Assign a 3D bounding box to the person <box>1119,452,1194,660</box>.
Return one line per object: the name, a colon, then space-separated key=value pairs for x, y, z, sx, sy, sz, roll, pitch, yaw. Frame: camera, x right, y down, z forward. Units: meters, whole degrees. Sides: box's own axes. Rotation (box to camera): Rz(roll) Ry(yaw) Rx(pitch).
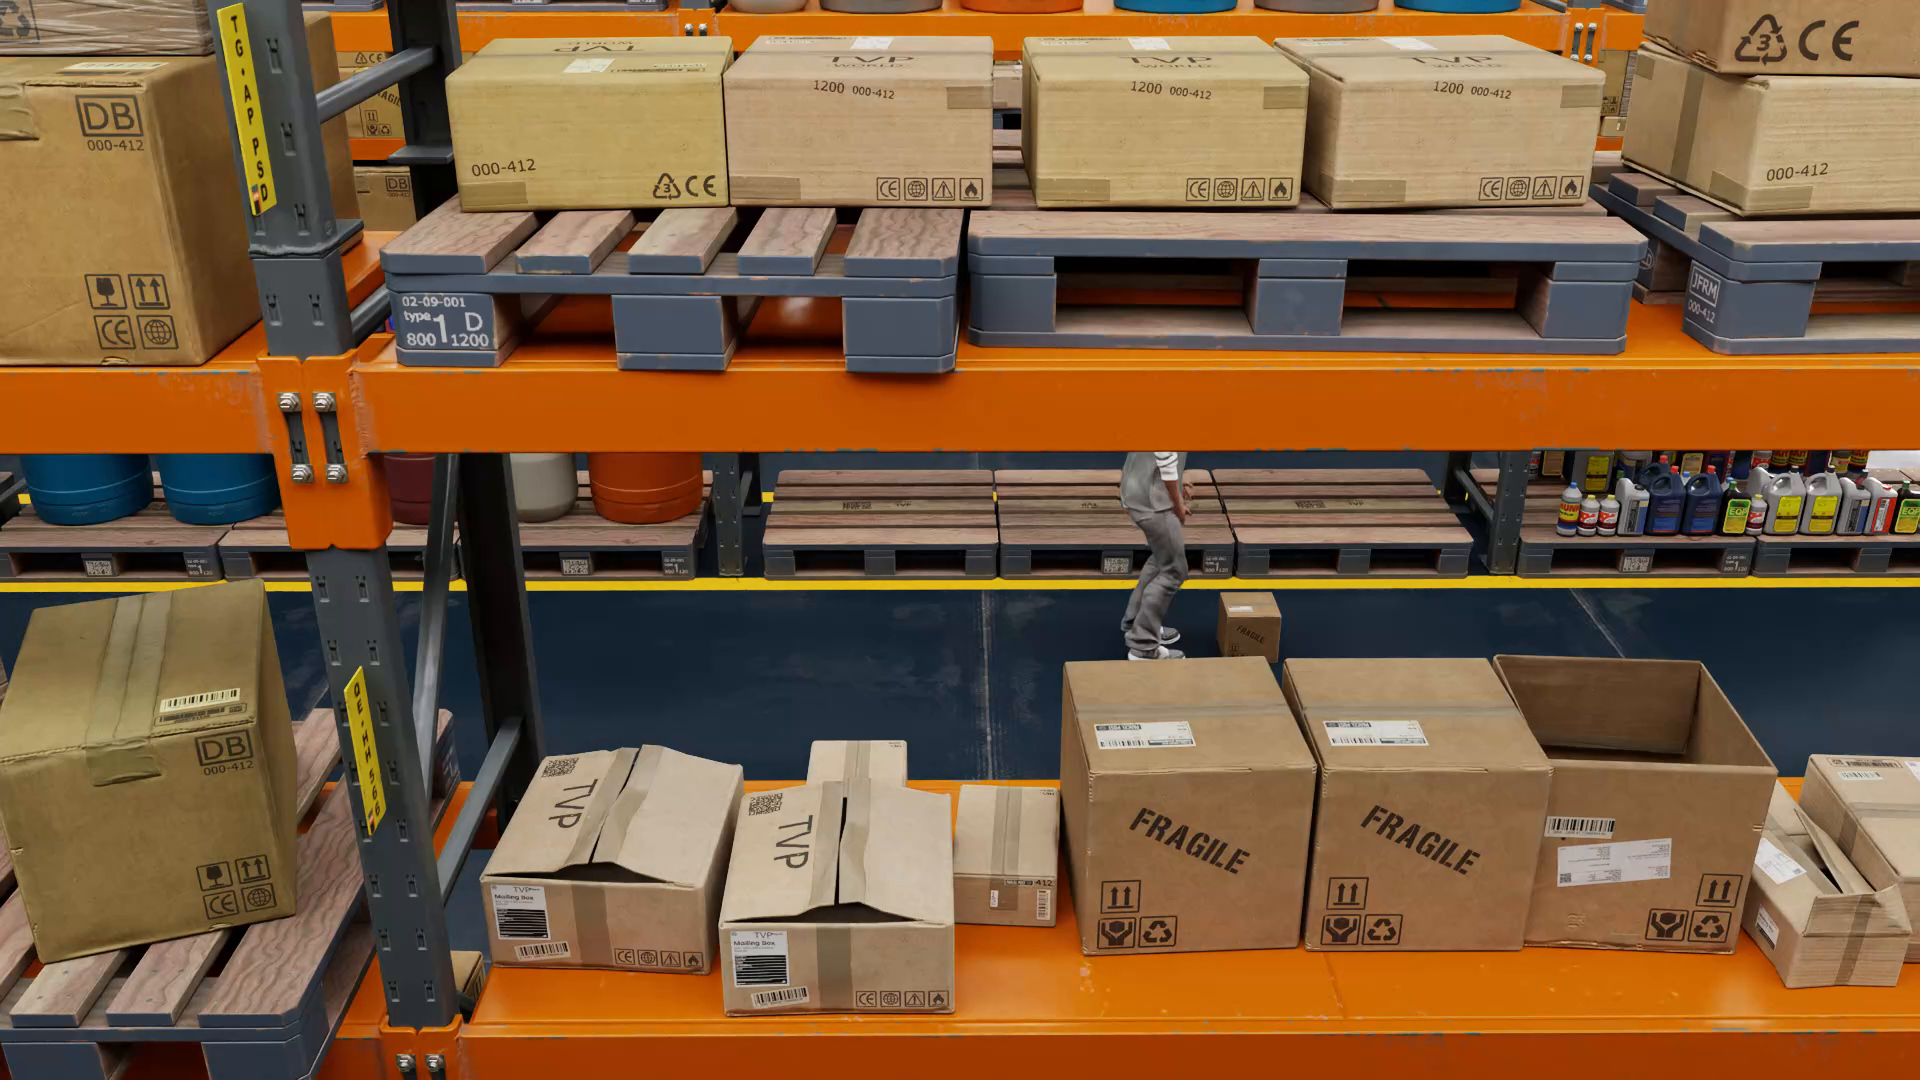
person: x=0.910 y=-0.185 z=7.594 sx=0.368 sy=1.551 sz=0.423 roll=0 pitch=24 yaw=1
